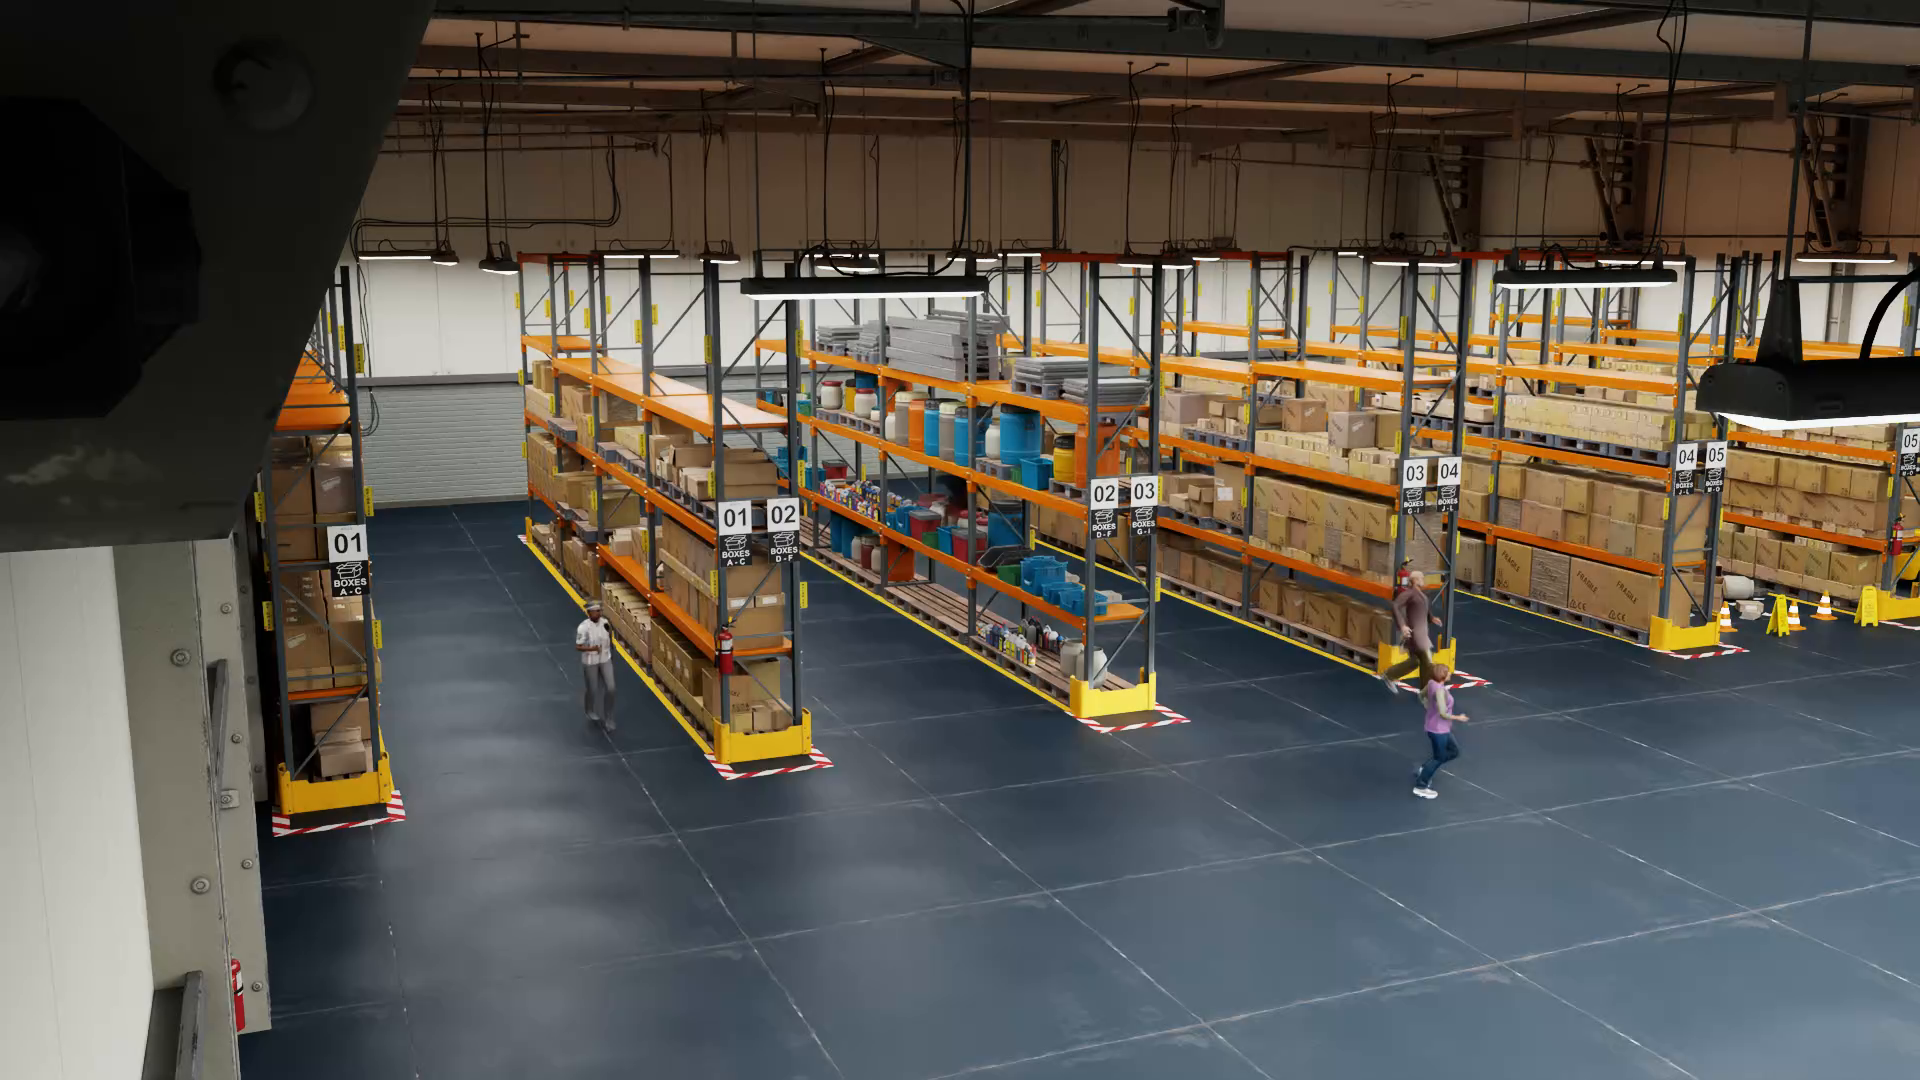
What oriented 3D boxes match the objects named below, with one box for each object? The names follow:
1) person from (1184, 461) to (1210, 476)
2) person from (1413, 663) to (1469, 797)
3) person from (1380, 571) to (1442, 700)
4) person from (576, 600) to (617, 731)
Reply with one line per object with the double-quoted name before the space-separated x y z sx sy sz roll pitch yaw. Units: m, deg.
"person" 5.839 -2.068 41.579 0.965 1.673 0.720 7 12 32
"person" 5.477 2.155 18.911 0.587 1.568 0.528 2 11 9
"person" 6.320 1.314 22.979 0.947 1.769 0.741 7 12 32
"person" -4.709 1.617 21.576 0.554 1.751 0.746 -6 12 -31
